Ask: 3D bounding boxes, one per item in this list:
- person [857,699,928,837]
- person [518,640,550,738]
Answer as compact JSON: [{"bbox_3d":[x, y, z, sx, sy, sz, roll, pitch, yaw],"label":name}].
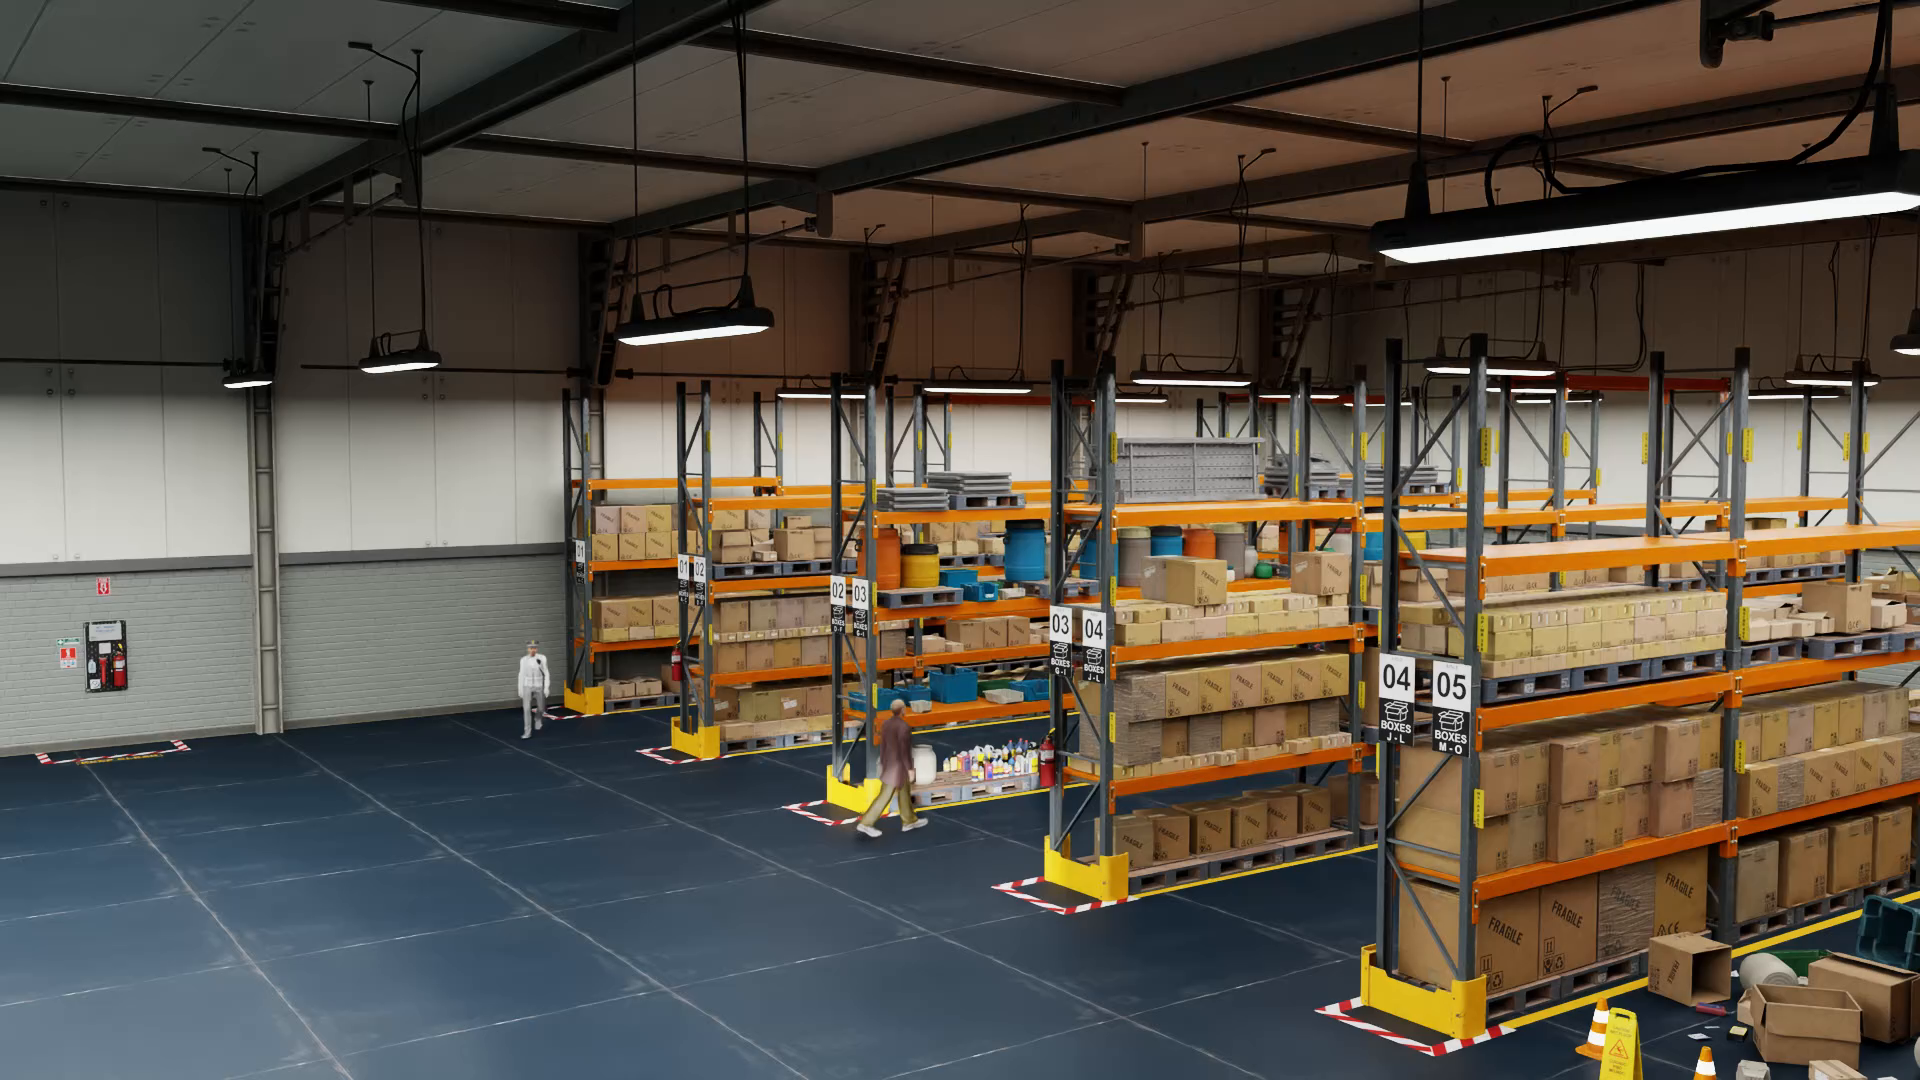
[{"bbox_3d":[-0.846,2.916,21.335,1.024,1.753,0.628,-1,4,-16],"label":"person"},{"bbox_3d":[-7.272,2.509,28.374,0.527,1.640,0.838,-1,4,-10],"label":"person"}]
